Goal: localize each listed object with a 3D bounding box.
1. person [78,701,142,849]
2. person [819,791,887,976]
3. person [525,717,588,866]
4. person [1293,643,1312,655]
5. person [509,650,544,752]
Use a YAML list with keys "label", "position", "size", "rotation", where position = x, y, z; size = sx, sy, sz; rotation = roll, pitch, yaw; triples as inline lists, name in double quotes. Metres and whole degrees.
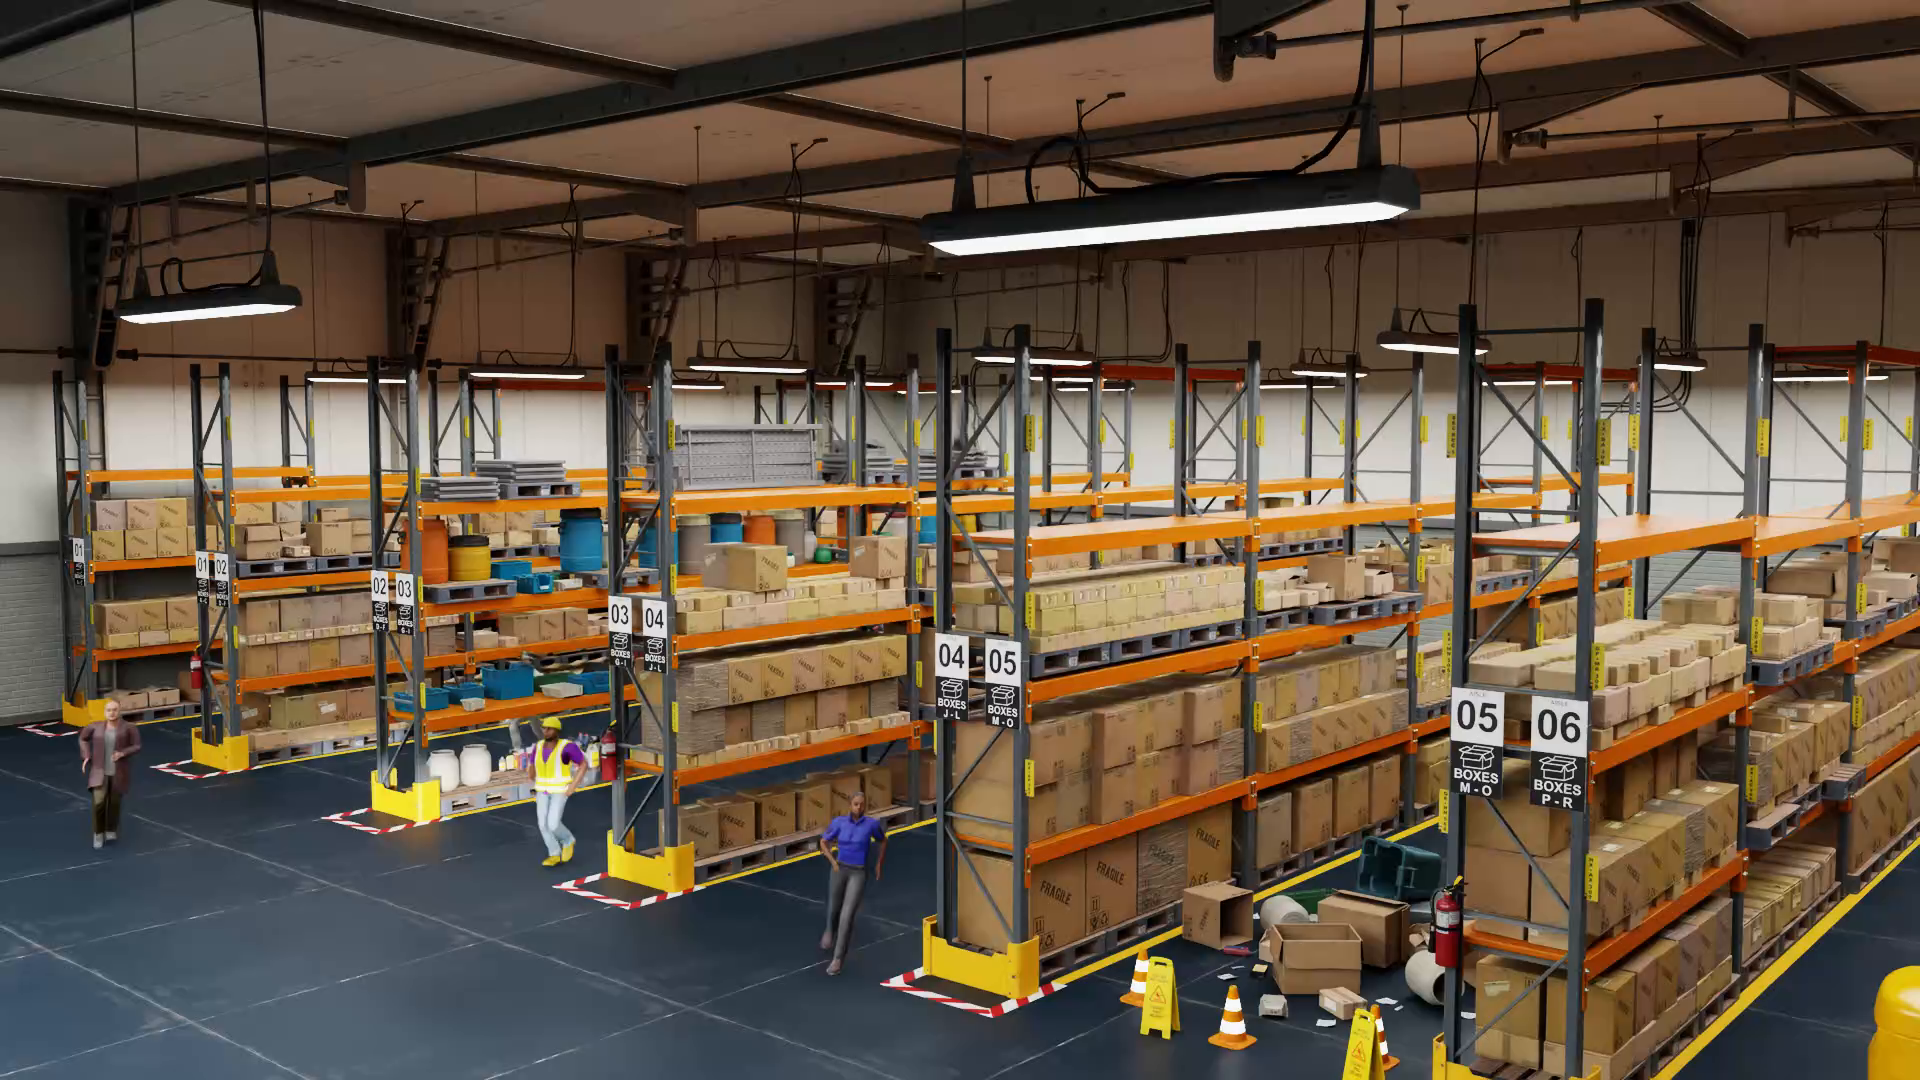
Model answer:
- label: "person"
  position: [-10.327, 2.848, 20.226]
  size: [0.697, 1.798, 0.729]
  rotation: [-2, 5, -26]
- label: "person"
  position: [-1.039, 3.206, 15.806]
  size: [0.660, 1.625, 0.921]
  rotation: [0, 4, 3]
- label: "person"
  position: [-4.705, 2.904, 19.207]
  size: [0.703, 1.730, 0.568]
  rotation: [1, 4, 19]
- label: "person"
  position: [5.466, 2.397, 26.229]
  size: [0.570, 1.808, 0.862]
  rotation: [2, 5, 29]
- label: "person"
  position: [-6.497, 2.520, 24.995]
  size: [0.577, 1.755, 0.737]
  rotation: [2, 5, 30]
